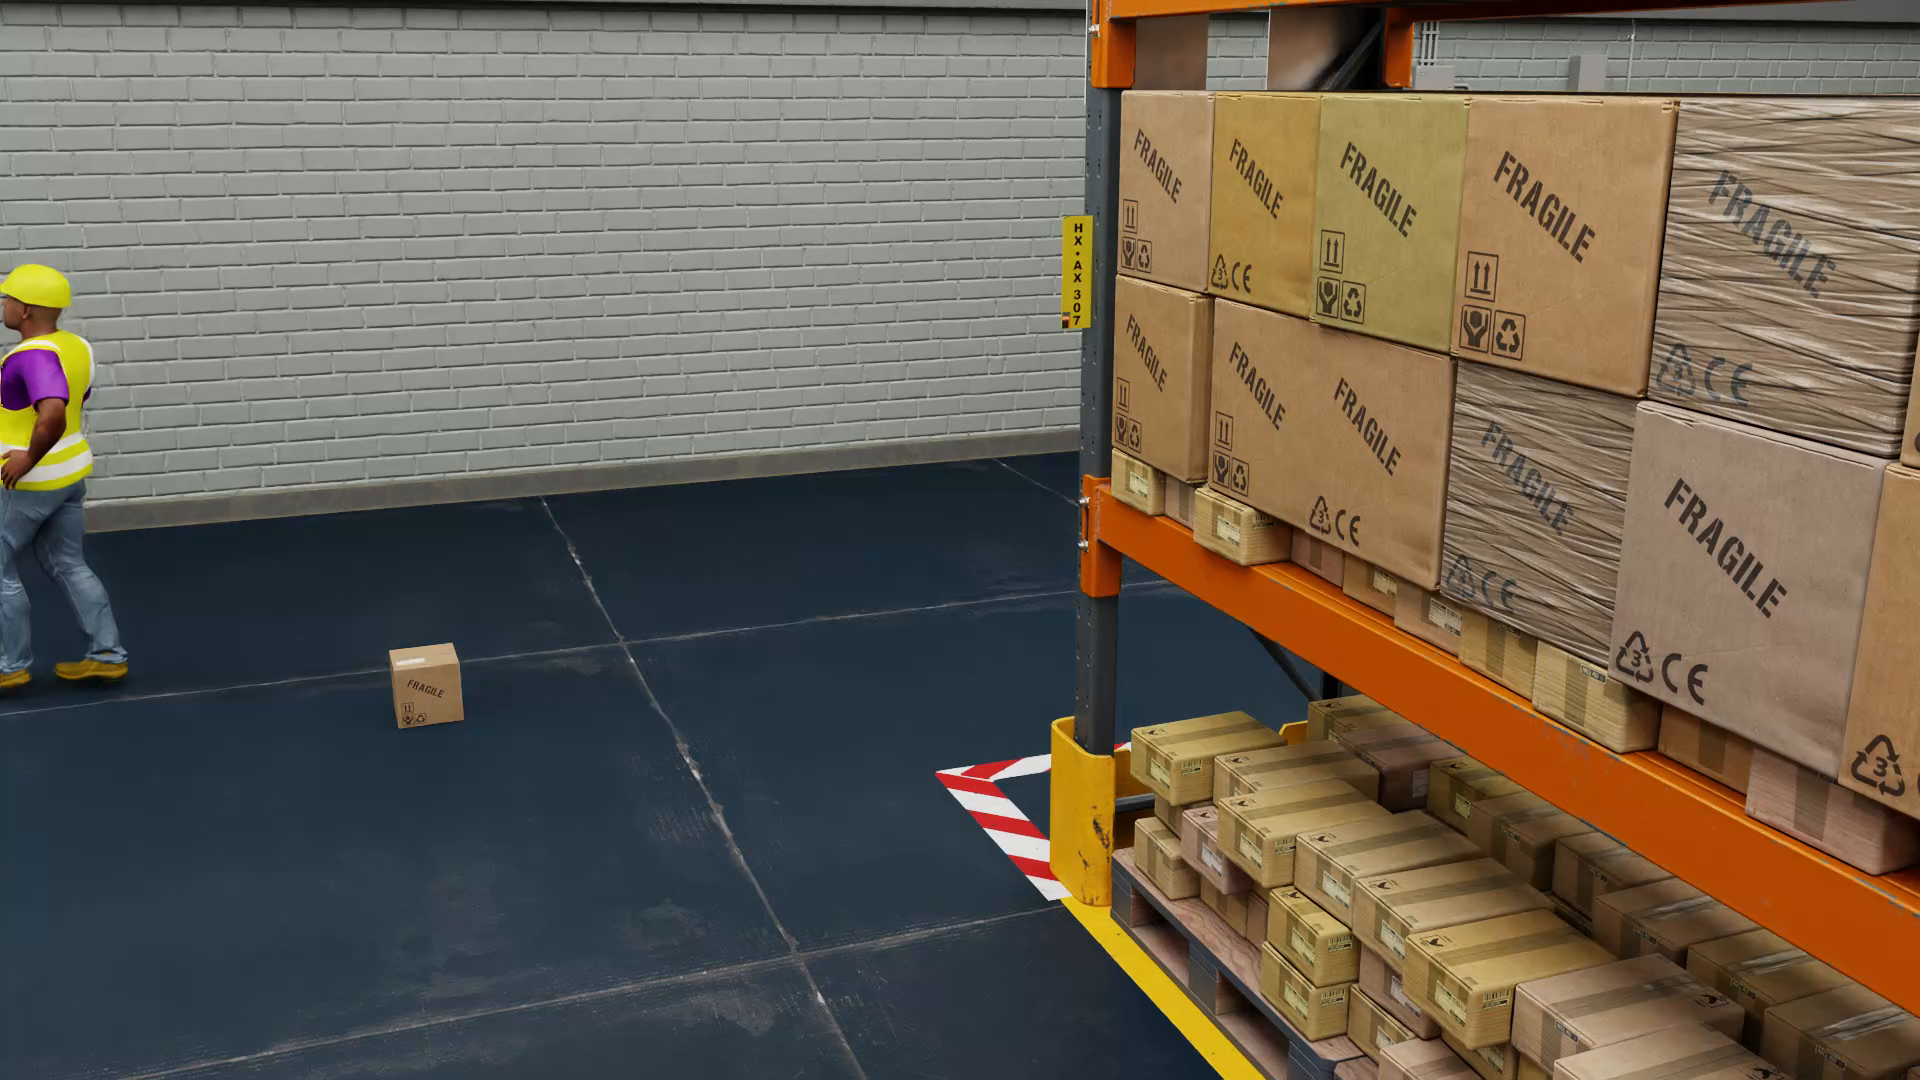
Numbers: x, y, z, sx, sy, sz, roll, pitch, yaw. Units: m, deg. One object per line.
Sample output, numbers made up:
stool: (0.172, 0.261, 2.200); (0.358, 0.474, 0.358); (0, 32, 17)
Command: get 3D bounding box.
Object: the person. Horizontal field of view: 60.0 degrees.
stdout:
person: (-3.803, -0.234, 6.774); (0.749, 1.766, 0.706); (0, 16, 2)
